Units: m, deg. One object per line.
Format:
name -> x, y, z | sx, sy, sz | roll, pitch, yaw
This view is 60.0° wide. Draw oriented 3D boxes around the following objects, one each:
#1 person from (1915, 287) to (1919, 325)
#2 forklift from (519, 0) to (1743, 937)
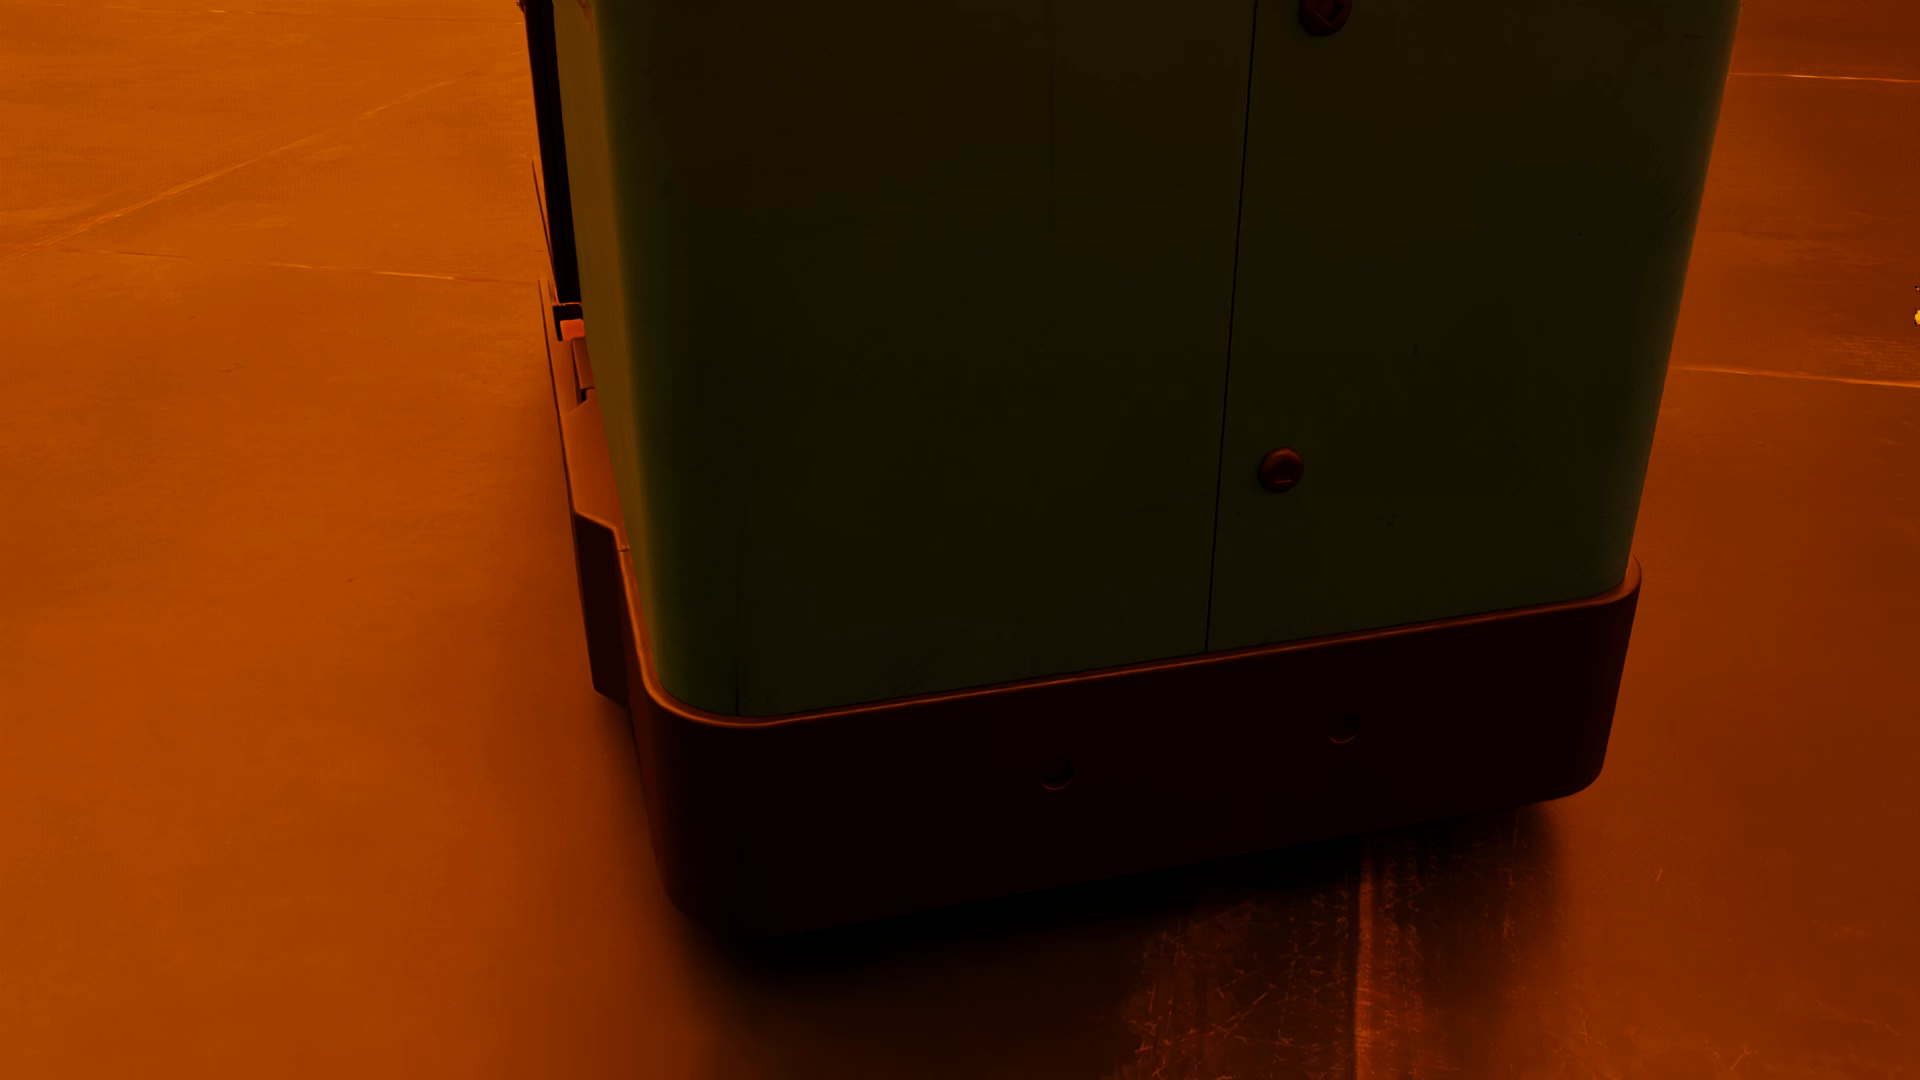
person -> 2.129, -1.175, 2.976 | 0.540, 1.670, 0.387 | -13, 29, -23
forklift -> -0.161, -1.574, 2.366 | 1.130, 2.935, 3.031 | -7, 28, -14
